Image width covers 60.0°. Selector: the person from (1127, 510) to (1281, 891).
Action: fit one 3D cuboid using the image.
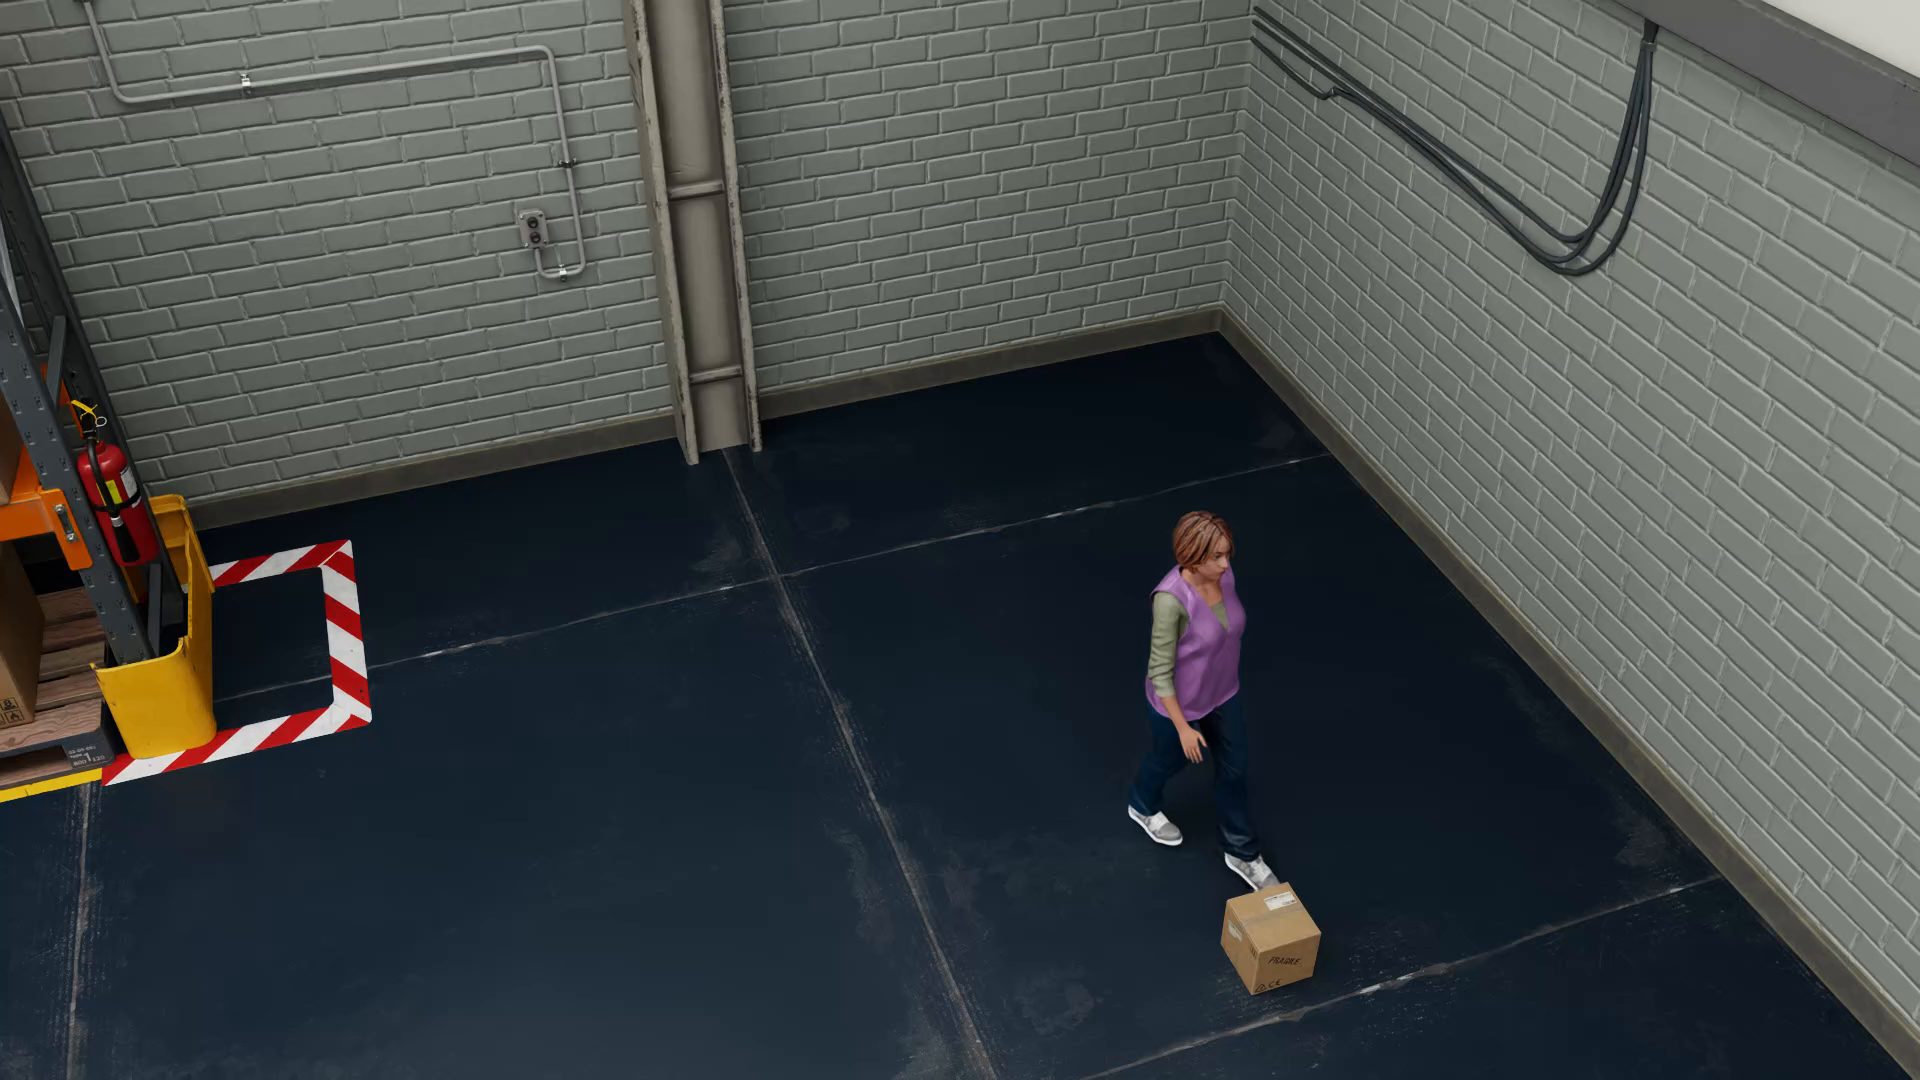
[{"bbox_3d":[0.907,0.659,6.023,0.470,1.482,0.718,-25,45,-29],"label":"person"}]
